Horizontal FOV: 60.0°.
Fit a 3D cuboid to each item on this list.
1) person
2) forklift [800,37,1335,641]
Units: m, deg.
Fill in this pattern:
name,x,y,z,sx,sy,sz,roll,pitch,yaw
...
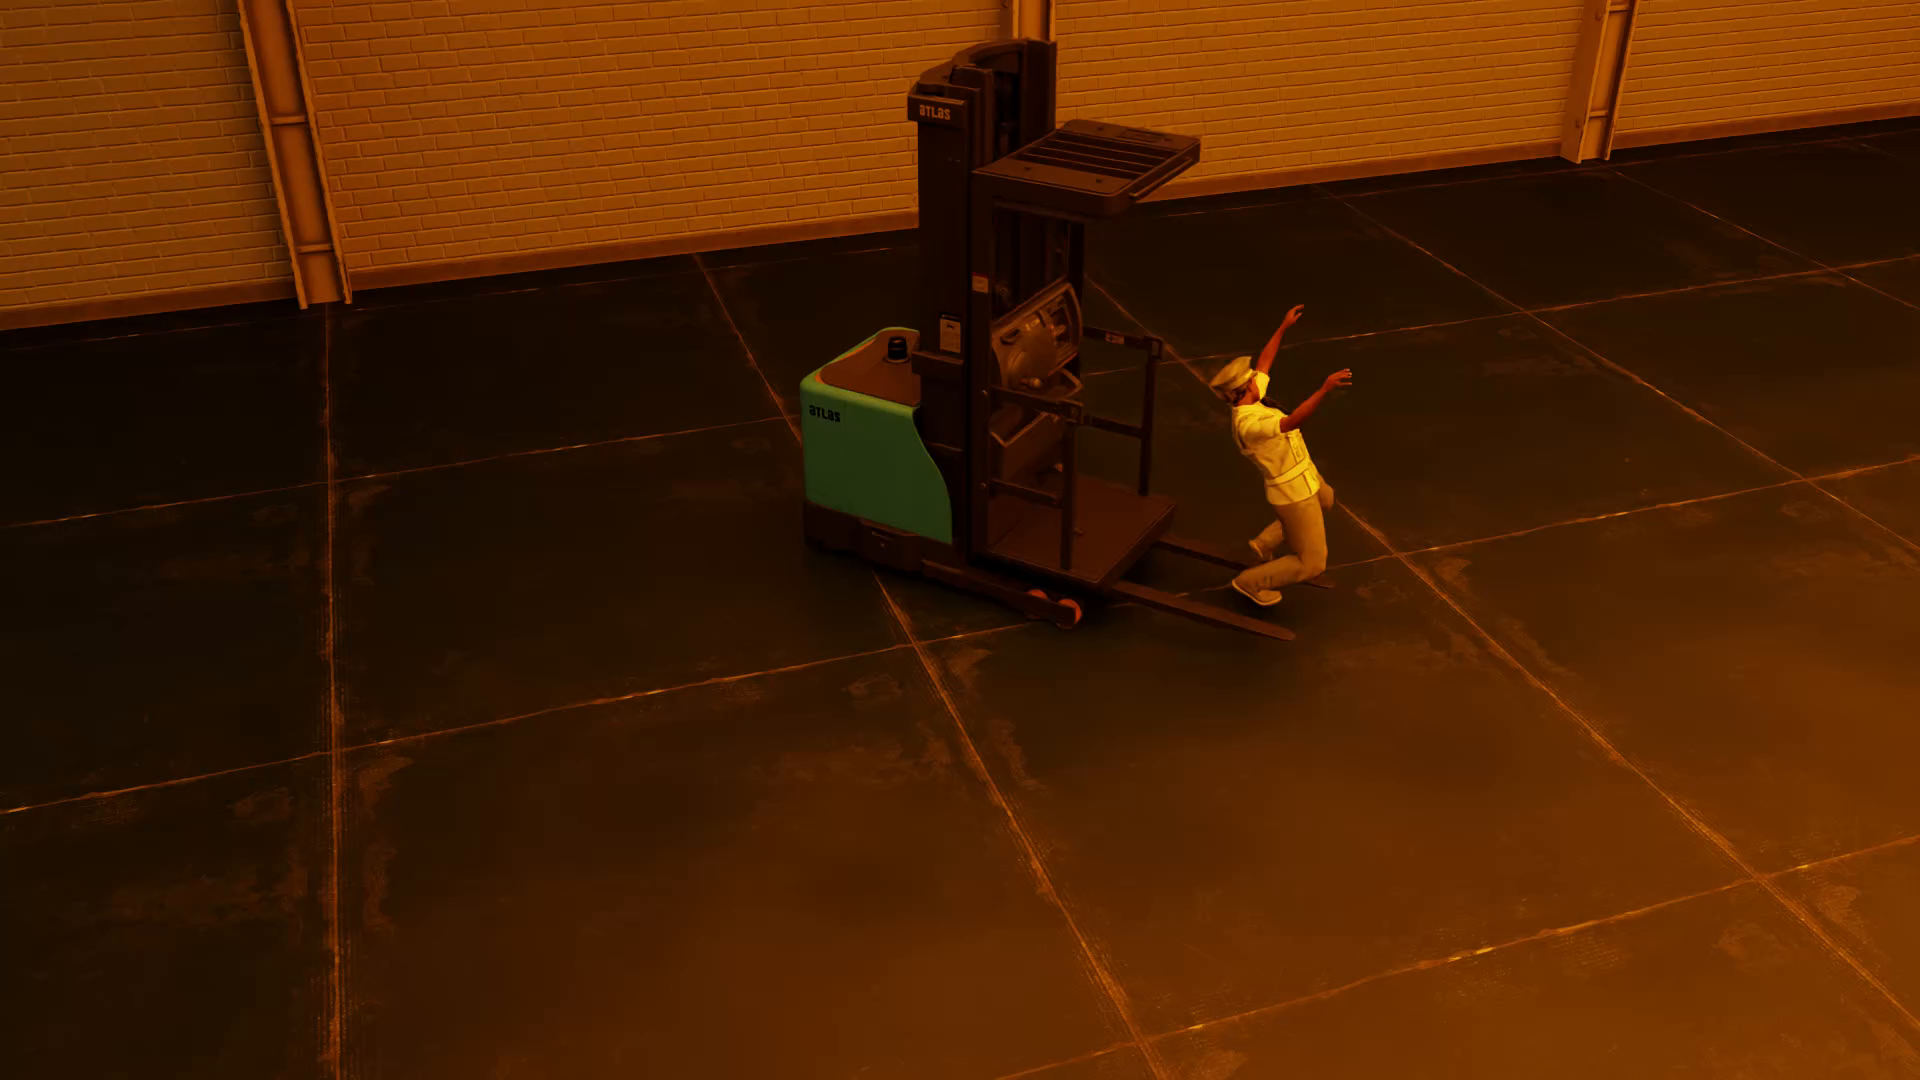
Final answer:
name,x,y,z,sx,sy,sz,roll,pitch,yaw
person,1.710,-0.407,9.090,0.761,1.569,0.879,3,30,5
forklift,0.600,-1.082,8.968,3.031,2.935,1.130,16,34,26
